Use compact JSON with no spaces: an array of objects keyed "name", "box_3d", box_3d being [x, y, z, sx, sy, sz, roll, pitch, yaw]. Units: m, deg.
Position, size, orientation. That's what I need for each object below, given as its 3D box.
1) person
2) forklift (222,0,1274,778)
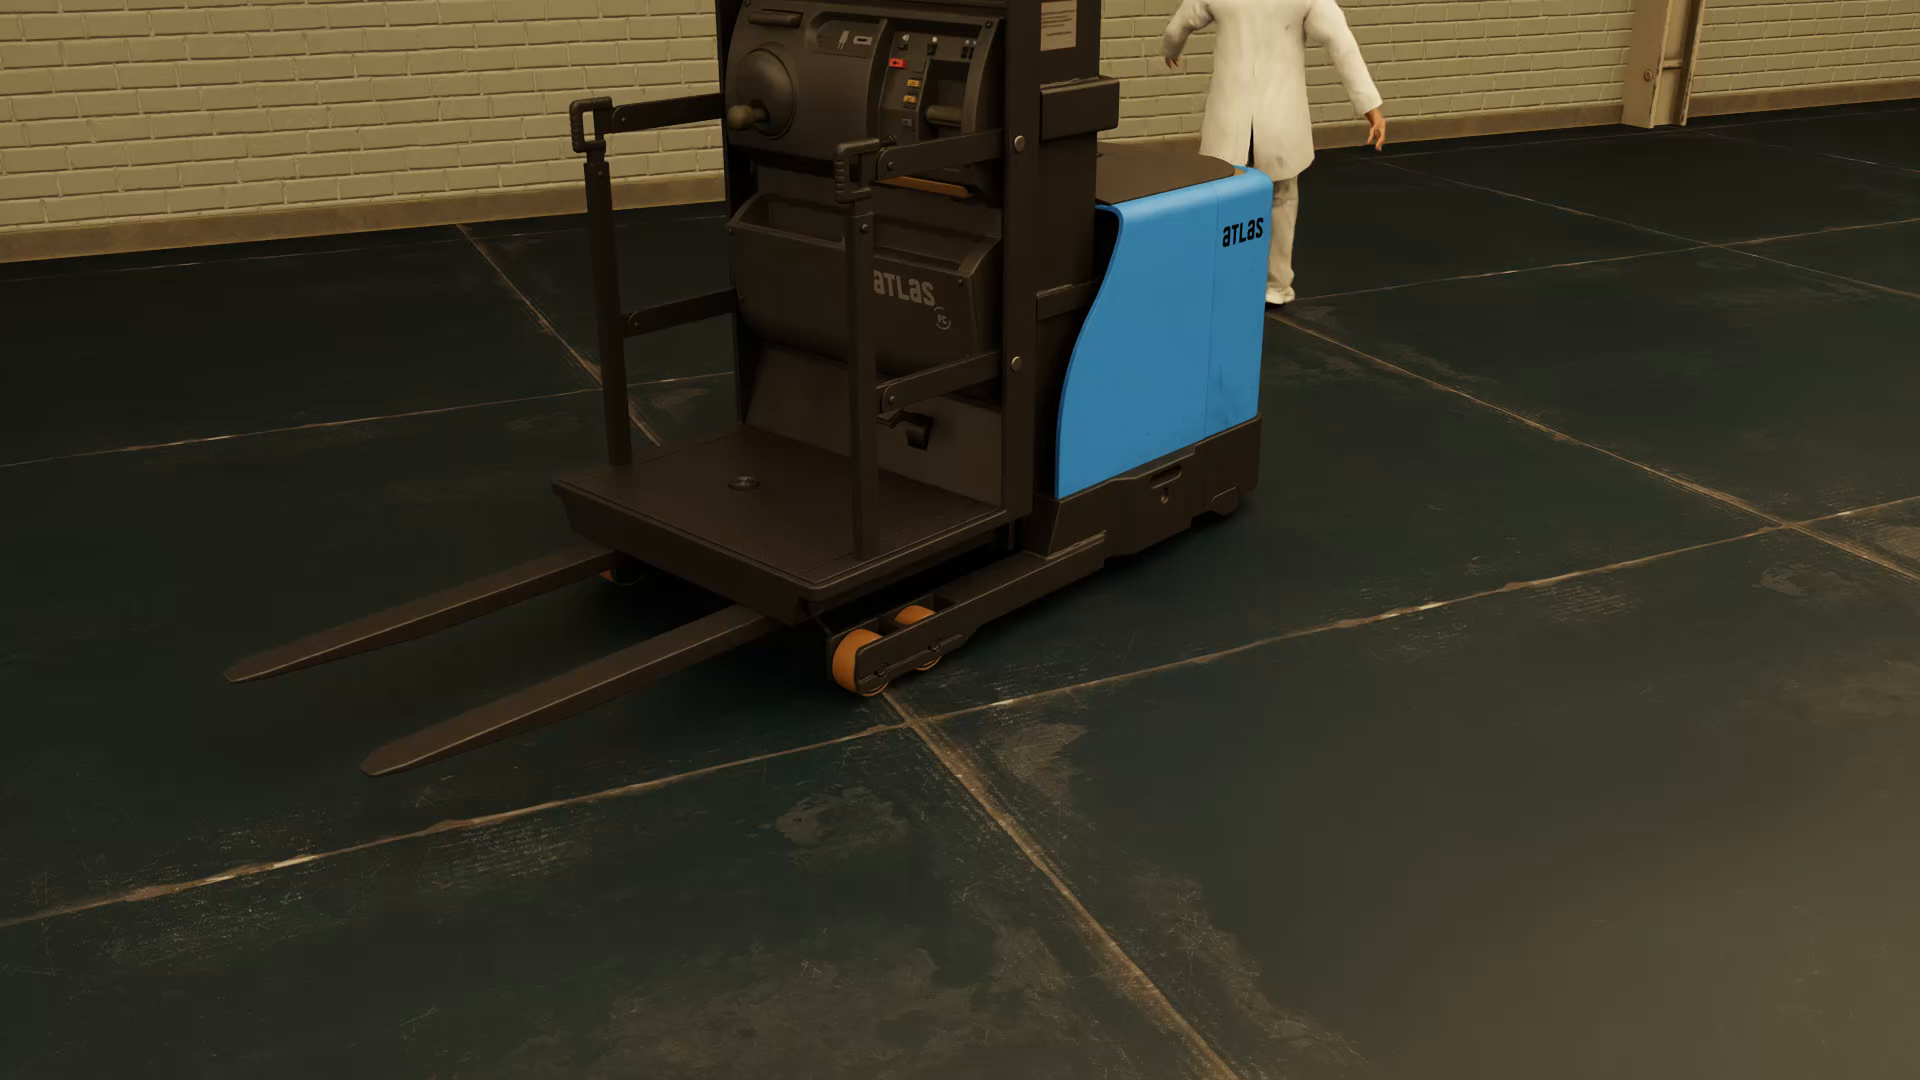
[{"name":"person","box_3d":[1.353,-1.854,7.331,1.044,1.773,0.788,6,23,15]},{"name":"forklift","box_3d":[-0.413,-1.182,4.131,1.130,2.935,3.031,19,29,39]}]
